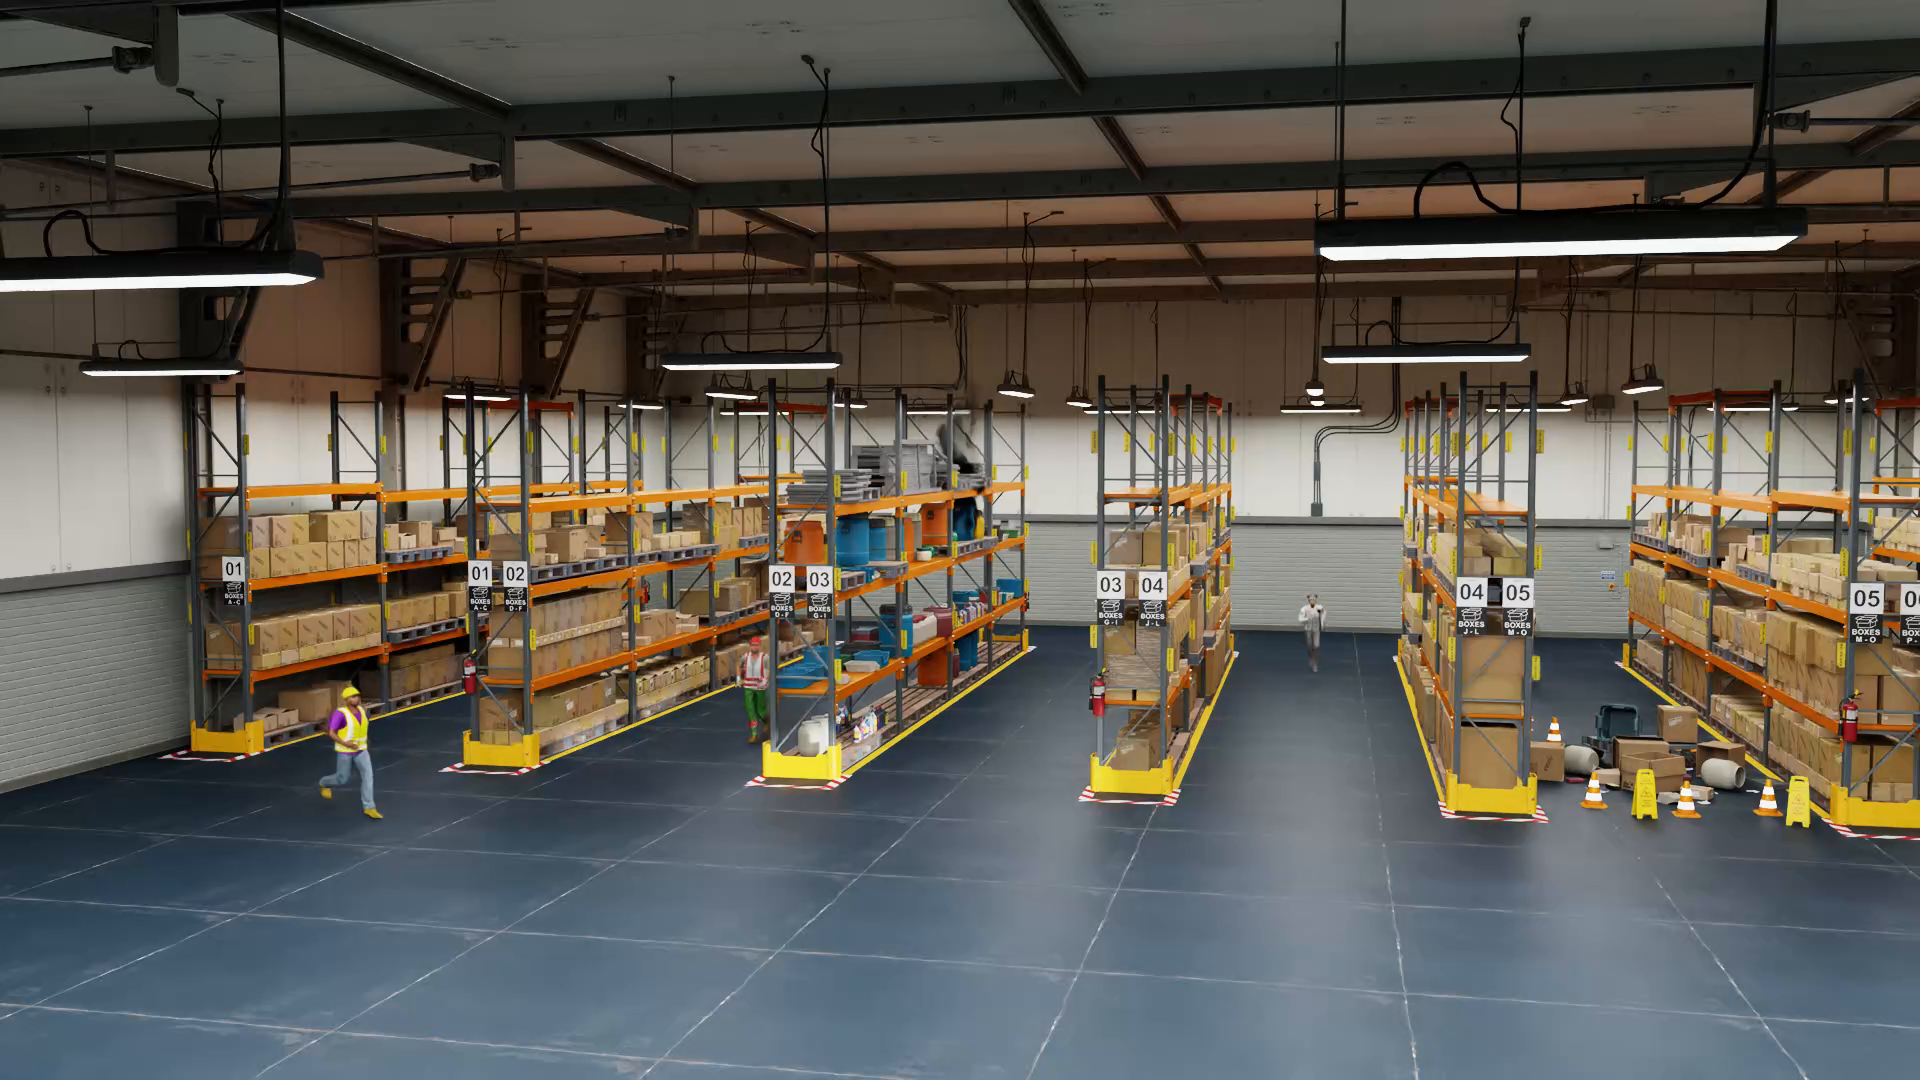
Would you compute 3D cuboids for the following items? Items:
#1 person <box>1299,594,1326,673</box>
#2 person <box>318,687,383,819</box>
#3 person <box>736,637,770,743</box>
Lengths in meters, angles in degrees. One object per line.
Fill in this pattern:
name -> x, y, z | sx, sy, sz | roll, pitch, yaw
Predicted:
person -> 7.827, 2.061, 36.964 | 0.597, 1.764, 0.834 | 1, 3, 11
person -> -8.255, 2.861, 22.466 | 1.111, 1.758, 0.669 | 2, 4, 33
person -> -3.474, 2.514, 28.149 | 0.690, 1.755, 0.812 | 0, 3, 5
